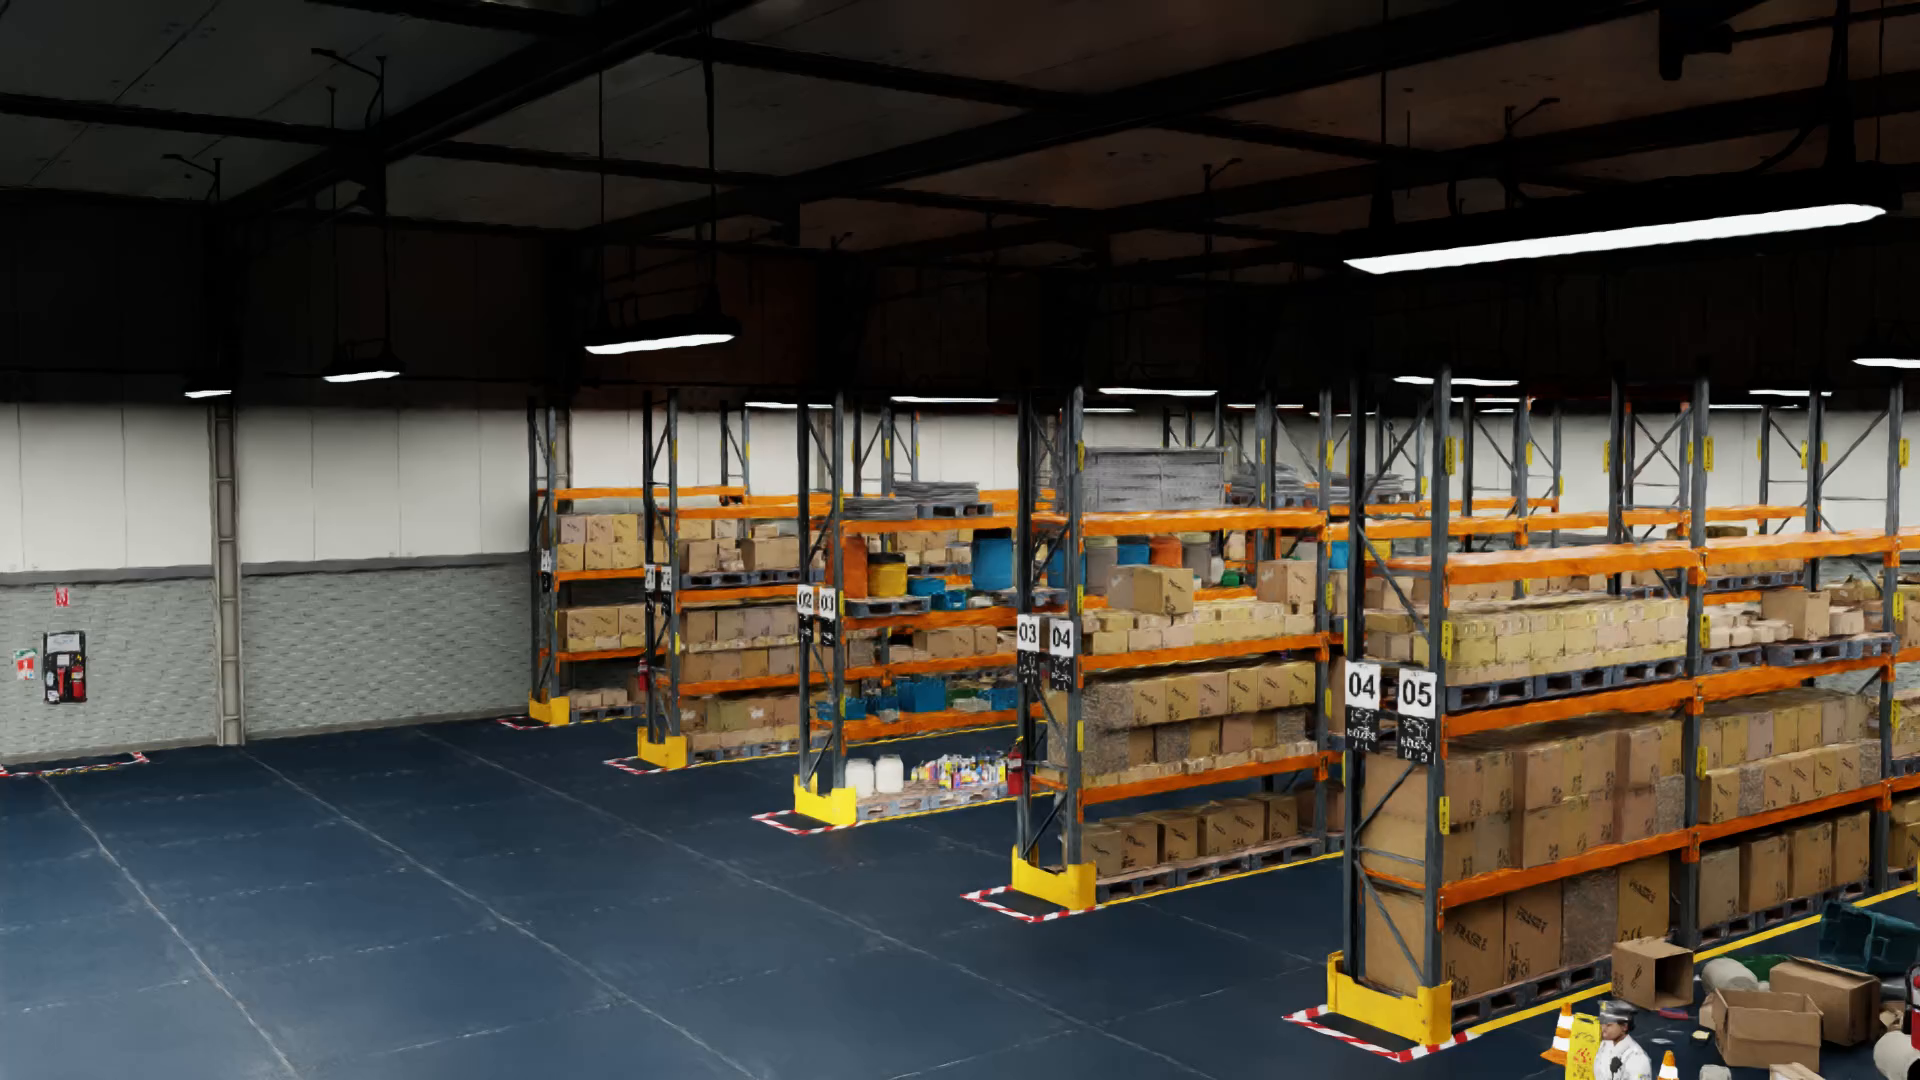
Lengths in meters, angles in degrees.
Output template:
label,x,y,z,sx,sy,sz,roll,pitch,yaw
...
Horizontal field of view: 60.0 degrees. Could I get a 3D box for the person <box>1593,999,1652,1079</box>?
label,x,y,z,sx,sy,sz,roll,pitch,yaw
person,4.305,3.724,10.631,0.933,1.609,0.519,-1,3,-15

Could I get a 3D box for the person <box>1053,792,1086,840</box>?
label,x,y,z,sx,sy,sz,roll,pitch,yaw
person,1.422,3.144,21.262,0.519,1.541,0.566,-3,4,-39
